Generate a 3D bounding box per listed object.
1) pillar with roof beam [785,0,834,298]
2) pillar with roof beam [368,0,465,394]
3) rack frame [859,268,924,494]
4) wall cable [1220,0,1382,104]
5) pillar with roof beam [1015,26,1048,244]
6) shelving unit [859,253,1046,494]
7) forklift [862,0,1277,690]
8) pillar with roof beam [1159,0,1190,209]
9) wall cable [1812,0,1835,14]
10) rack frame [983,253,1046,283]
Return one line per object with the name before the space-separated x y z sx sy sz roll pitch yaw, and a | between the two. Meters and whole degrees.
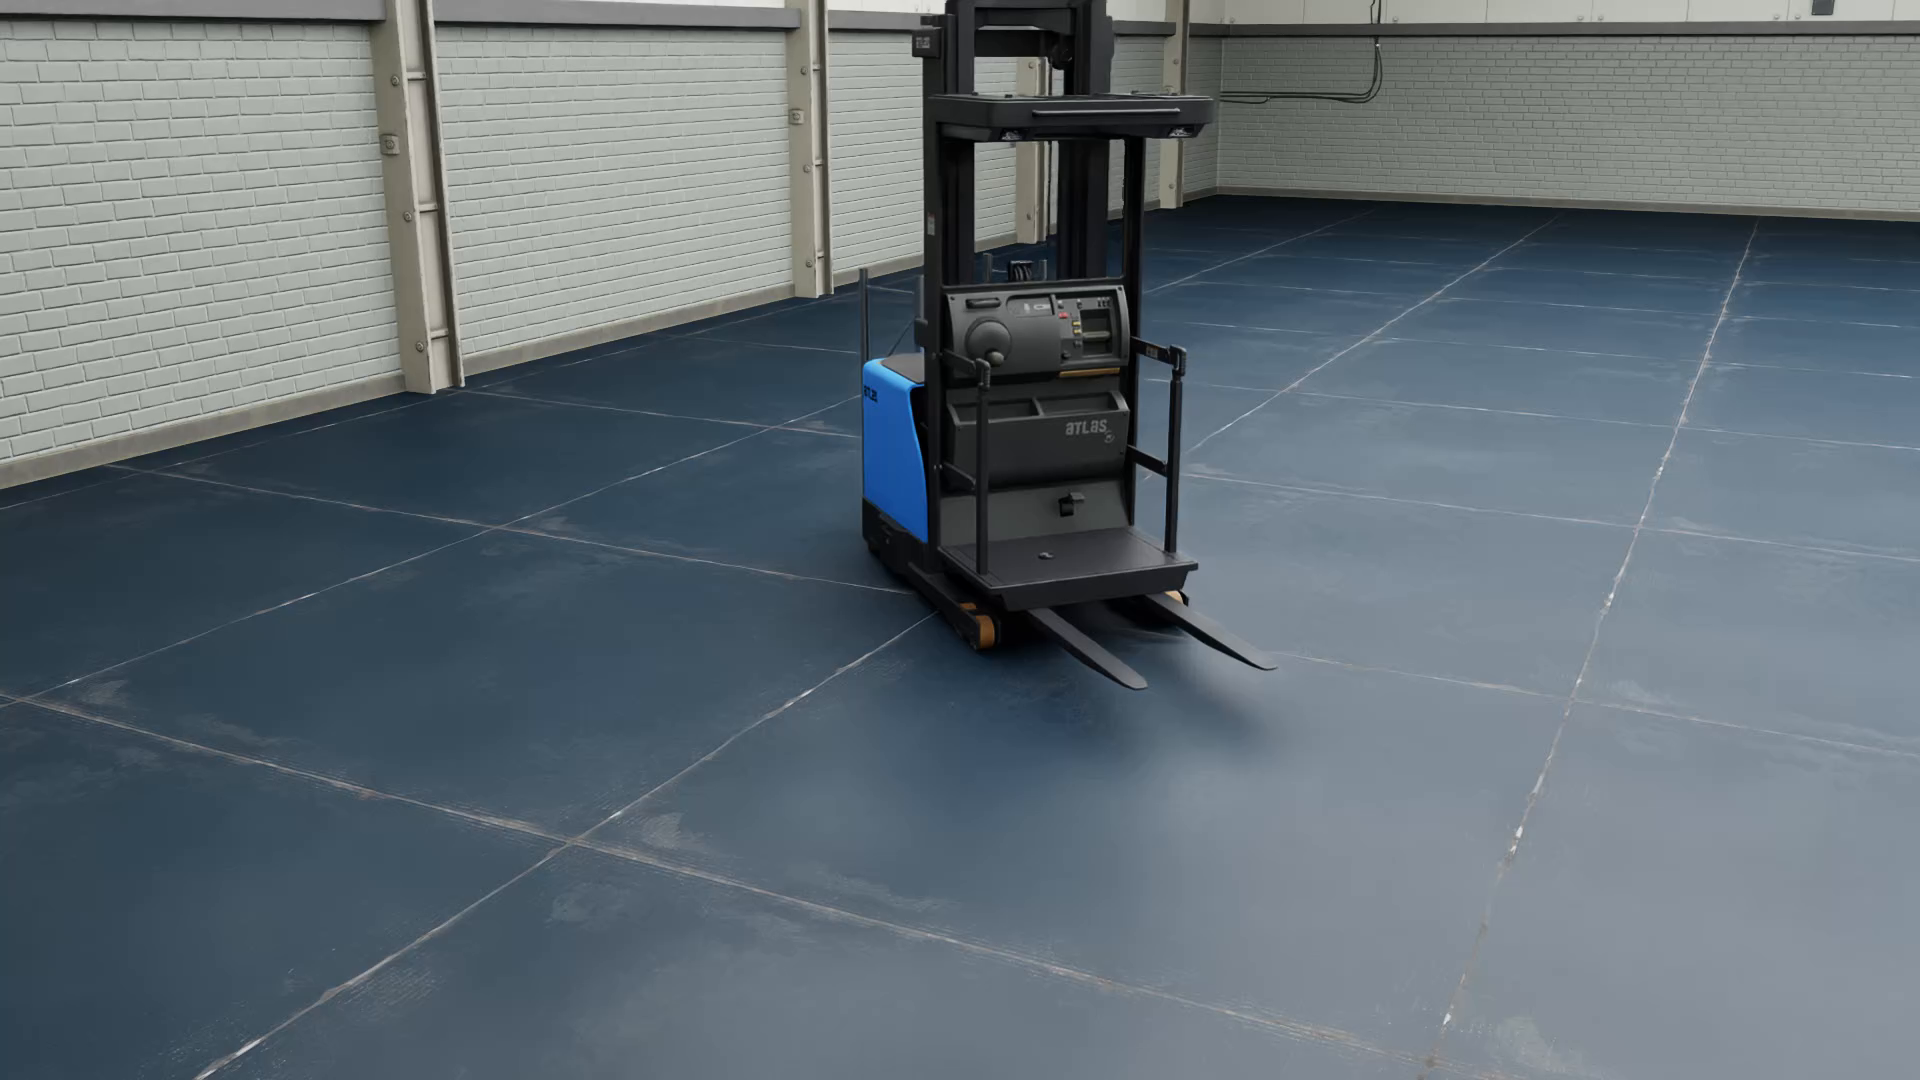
pillar with roof beam | 2.186 -6.551 15.777 9.100 9.000 0.400 8 18 25
pillar with roof beam | -0.495 -5.023 10.631 9.100 9.000 0.400 8 18 25
rack frame | -0.387 -0.781 9.521 0.500 1.500 0.032 16 23 43
wall cable | 6.196 -9.249 30.314 3.097 2.526 0.112 8 18 25
pillar with roof beam | 4.867 -8.080 20.922 9.100 9.000 0.400 8 18 25
shelving unit | -0.029 -0.884 9.867 0.538 1.500 1.048 16 23 43
forklift | 0.464 -1.025 7.826 1.130 2.935 3.031 -6 18 -21
pillar with roof beam | 7.548 -9.608 26.068 9.100 9.000 0.400 8 18 25
wall cable | 14.682 -11.156 25.308 2.305 6.003 0.169 8 18 25
rack frame | 0.330 -0.987 10.212 0.500 1.500 0.032 16 23 43
